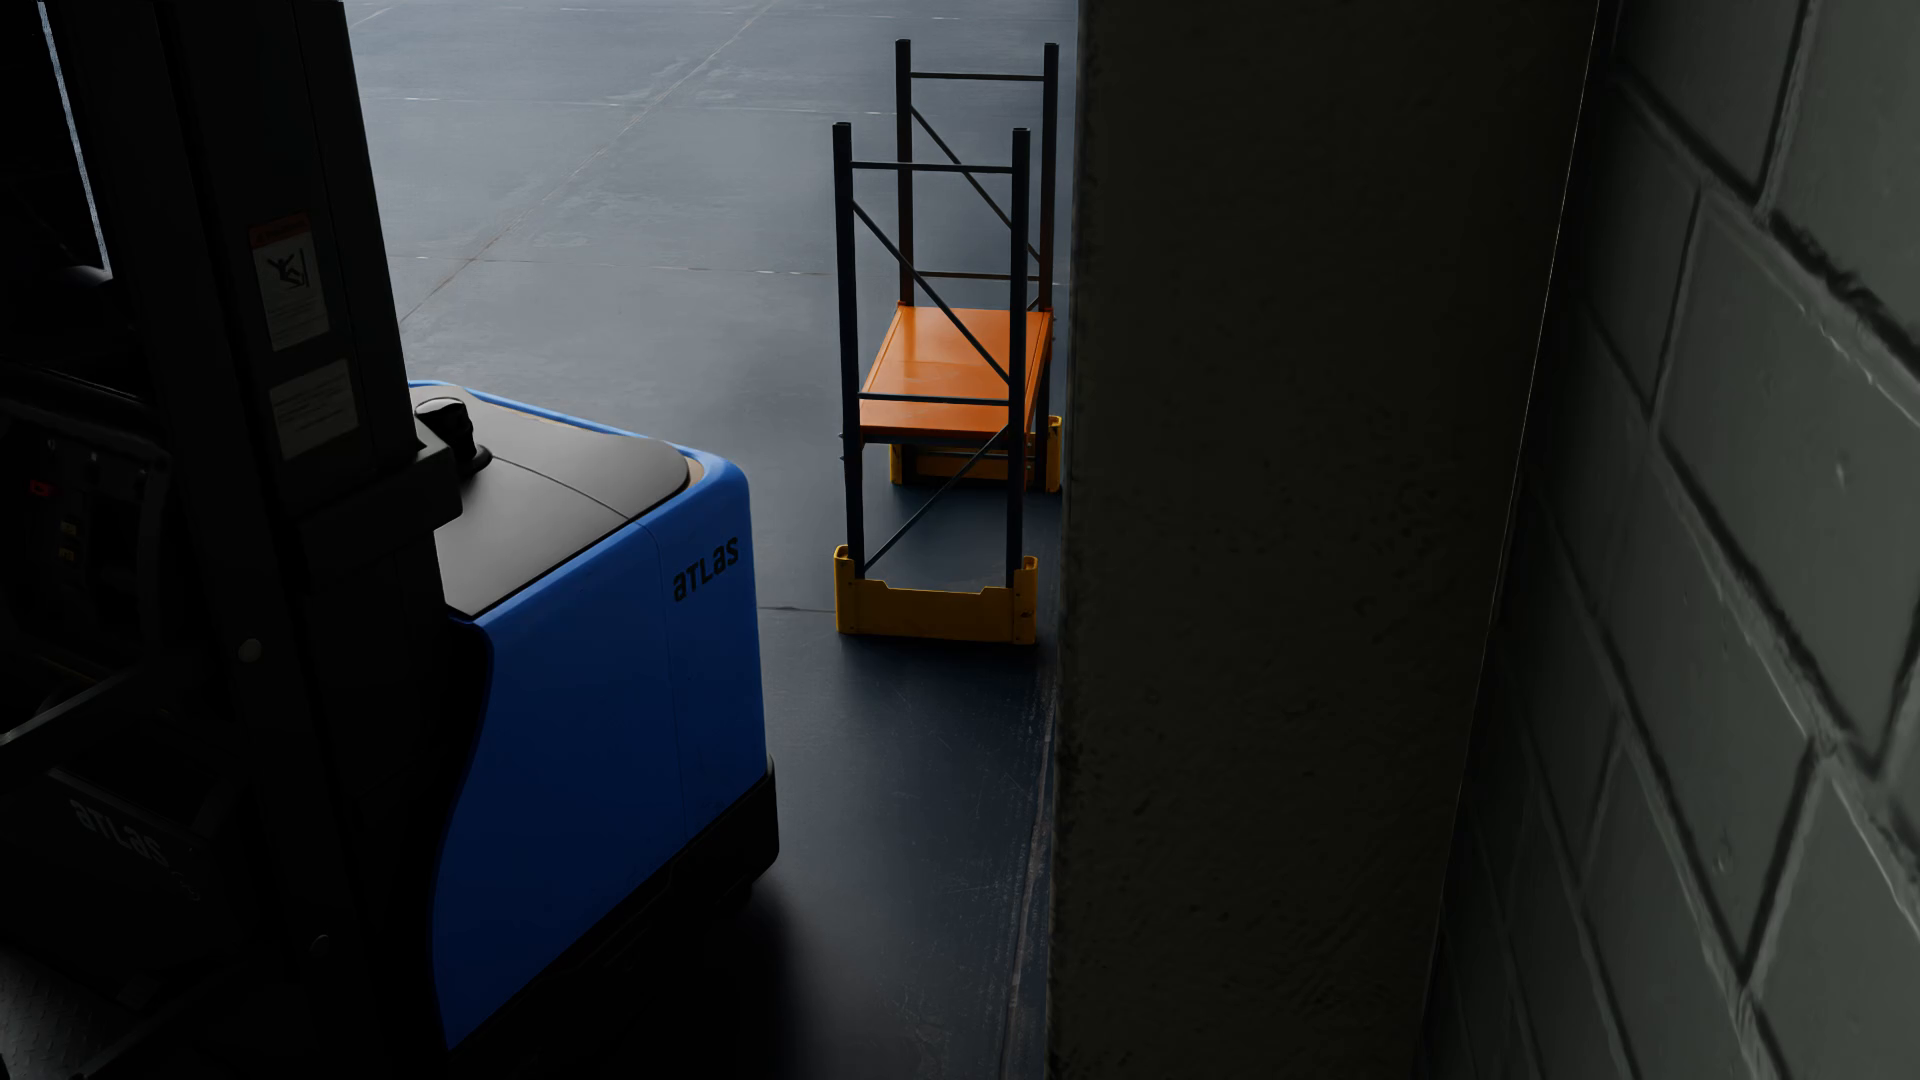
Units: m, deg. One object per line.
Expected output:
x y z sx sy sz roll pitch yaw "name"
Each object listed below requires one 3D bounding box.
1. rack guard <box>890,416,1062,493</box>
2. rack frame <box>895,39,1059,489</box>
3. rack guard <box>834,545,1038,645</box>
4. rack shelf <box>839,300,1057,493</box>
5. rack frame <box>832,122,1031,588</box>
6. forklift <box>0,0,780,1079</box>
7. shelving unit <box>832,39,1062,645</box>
0.052 -0.309 5.724 0.587 0.250 0.087 3 28 6 "rack guard"
0.052 -0.859 5.428 0.500 1.500 0.032 3 28 6 "rack frame"
-0.070 0.160 4.853 0.587 0.250 0.087 3 28 6 "rack guard"
-0.010 -0.462 5.069 0.538 0.185 1.000 3 28 6 "rack shelf"
-0.073 -0.381 4.540 0.500 1.500 0.032 3 28 6 "rack frame"
-1.600 -0.019 2.360 1.130 2.935 3.031 15 32 26 "forklift"
-0.009 -0.624 4.992 0.587 1.500 1.083 3 28 6 "shelving unit"
